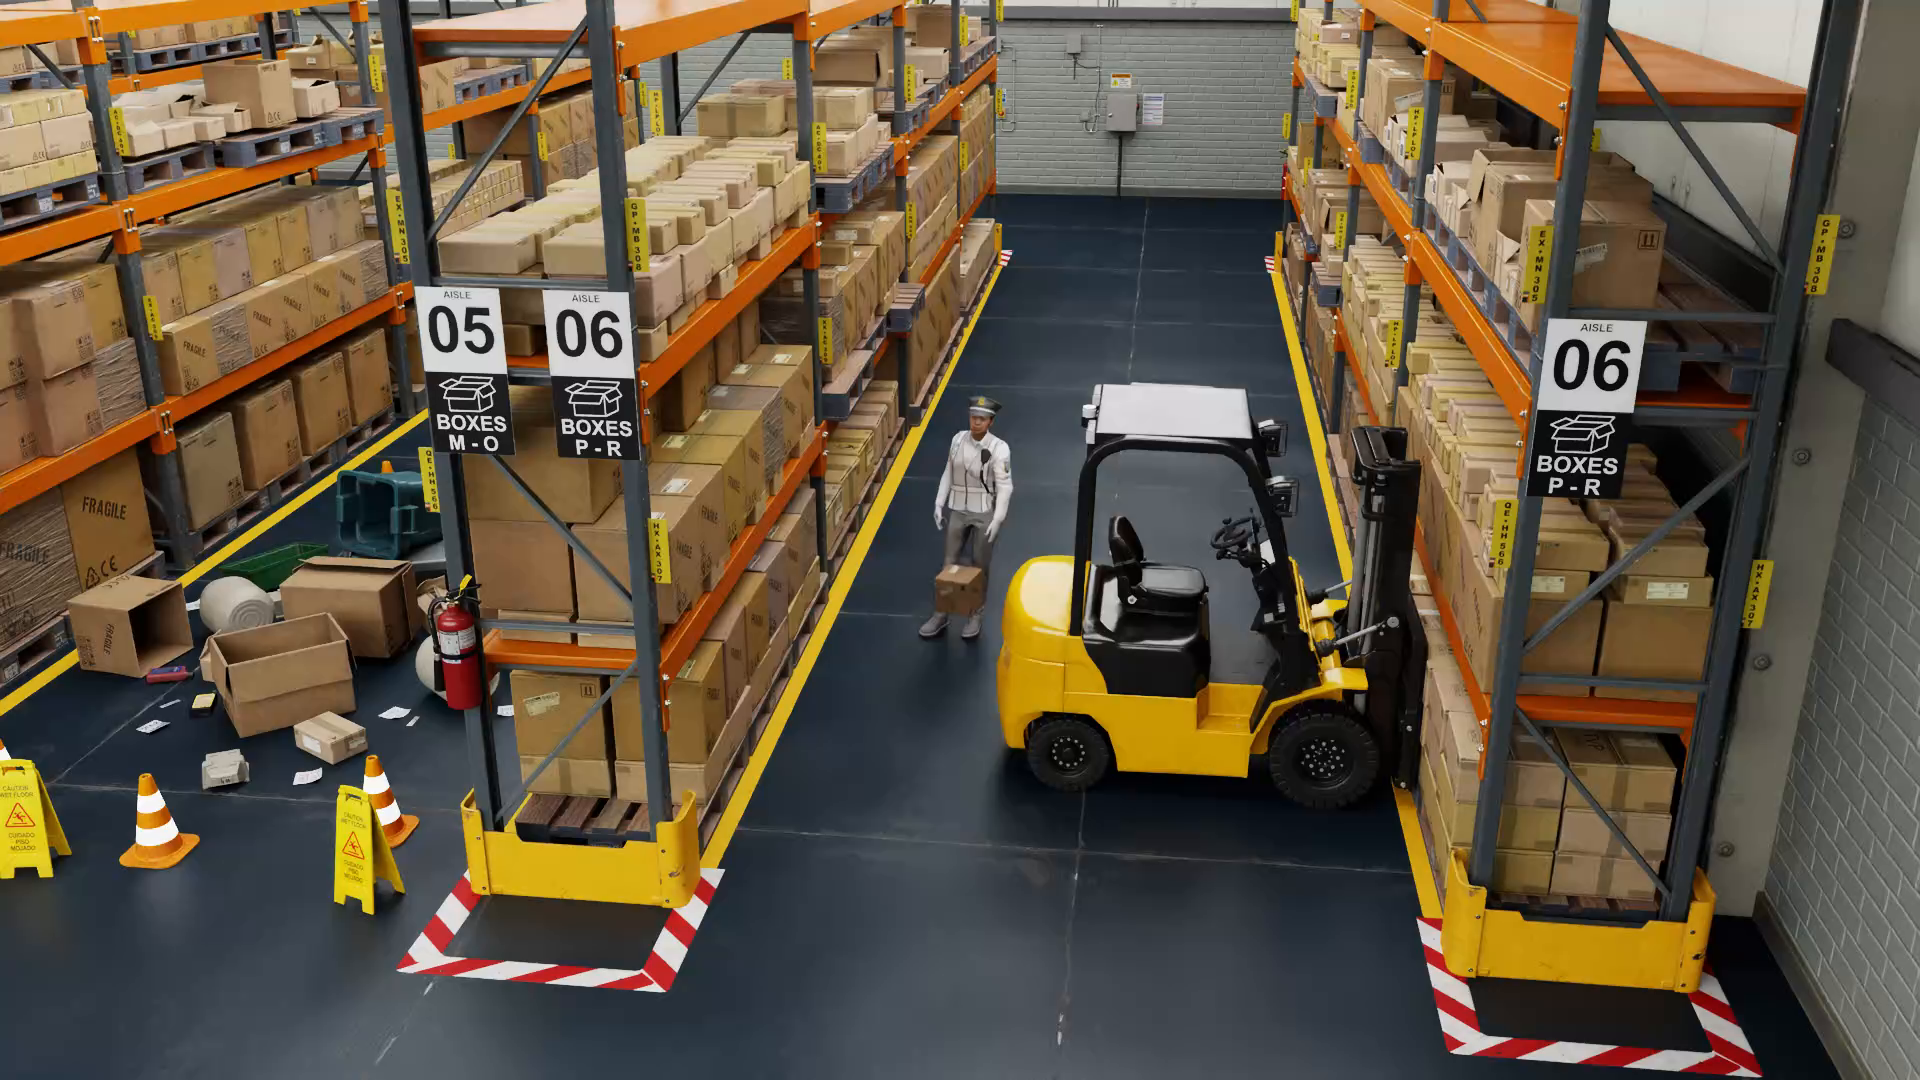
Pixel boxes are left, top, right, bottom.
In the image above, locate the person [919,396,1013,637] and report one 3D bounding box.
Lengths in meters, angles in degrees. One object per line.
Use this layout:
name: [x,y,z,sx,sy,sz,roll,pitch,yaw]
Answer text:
person: [0.061,-0.161,11.426,0.564,1.696,0.540,10,23,24]
